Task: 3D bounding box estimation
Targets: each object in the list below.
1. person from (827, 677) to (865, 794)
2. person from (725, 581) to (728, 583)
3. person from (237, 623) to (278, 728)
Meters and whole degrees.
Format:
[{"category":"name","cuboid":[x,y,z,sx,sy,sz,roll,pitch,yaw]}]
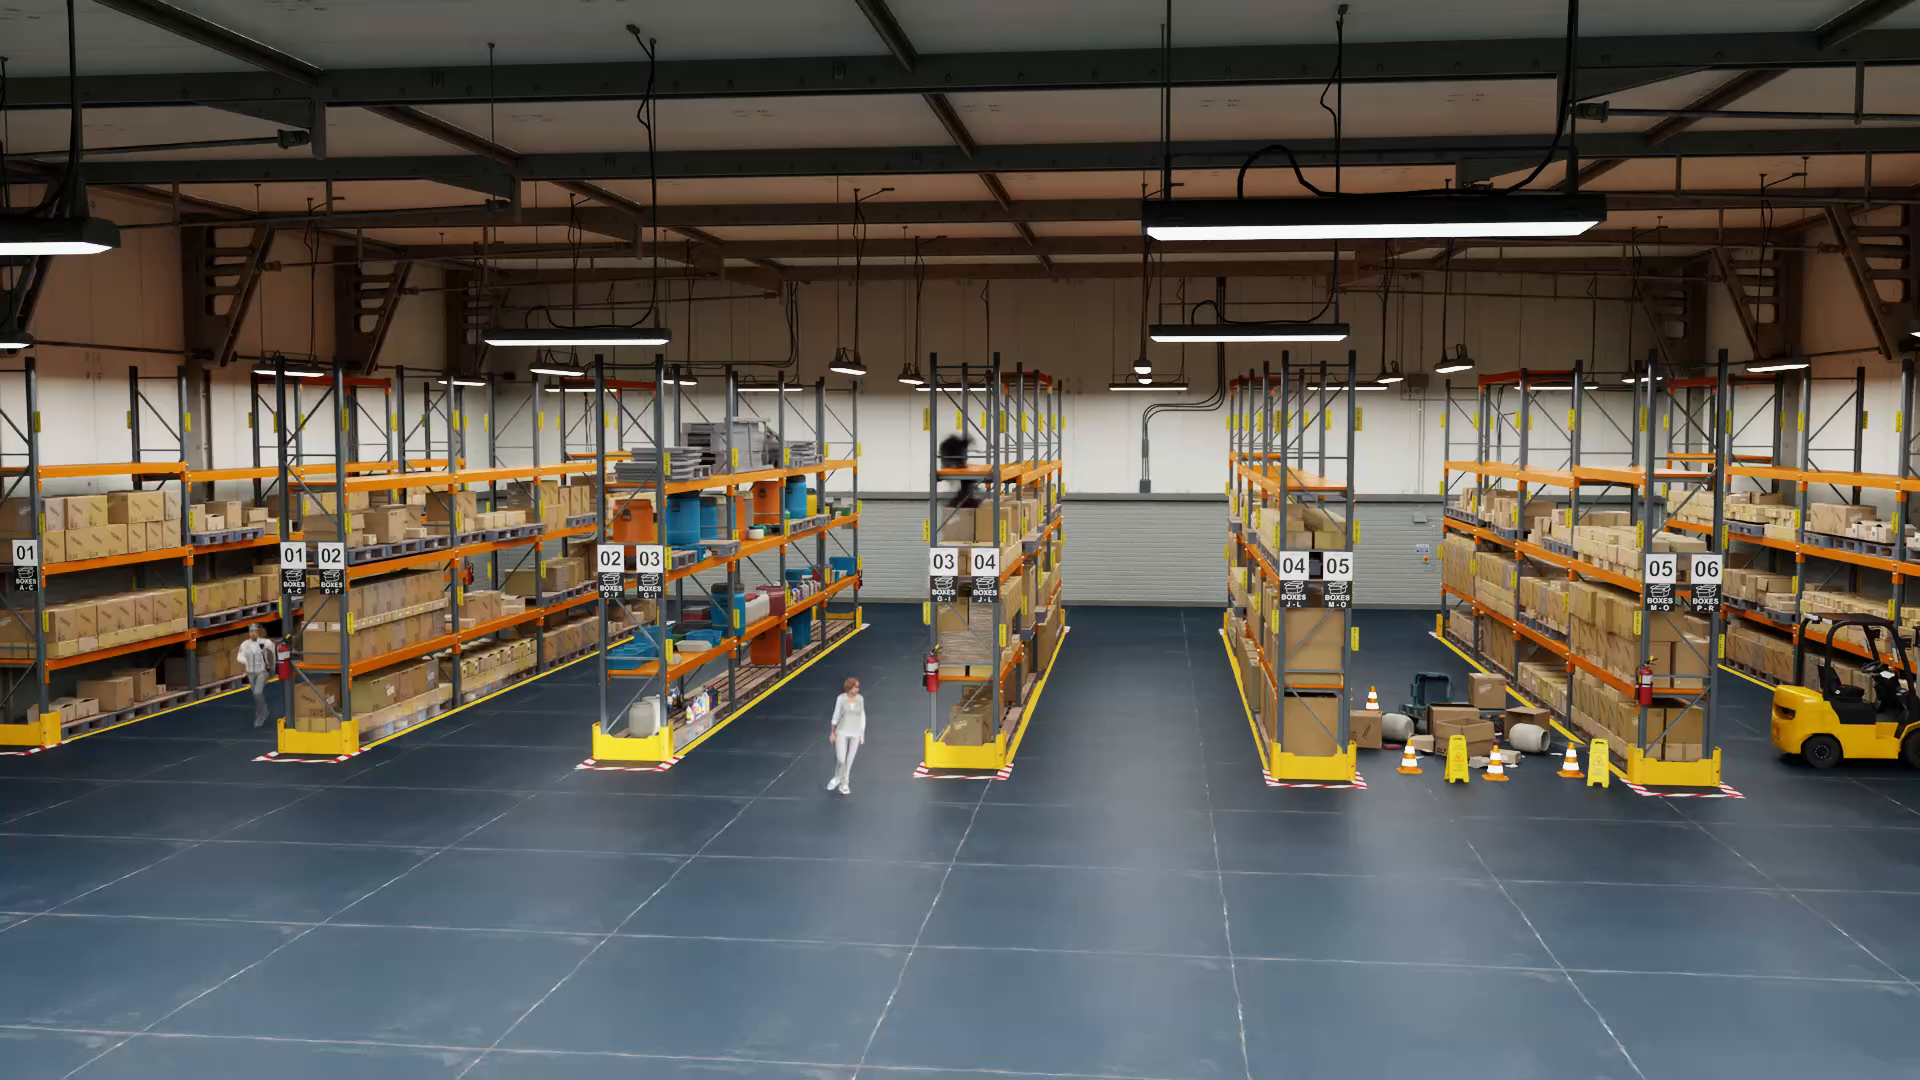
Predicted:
[{"category":"person","cuboid":[-1.514,2.620,22.294,0.496,1.583,0.431,-2,4,-22]},{"category":"person","cuboid":[-4.985,1.654,36.197,0.565,1.565,0.856,0,4,-3]},{"category":"person","cuboid":[-11.607,2.221,27.464,0.549,1.738,0.812,0,4,2]}]
